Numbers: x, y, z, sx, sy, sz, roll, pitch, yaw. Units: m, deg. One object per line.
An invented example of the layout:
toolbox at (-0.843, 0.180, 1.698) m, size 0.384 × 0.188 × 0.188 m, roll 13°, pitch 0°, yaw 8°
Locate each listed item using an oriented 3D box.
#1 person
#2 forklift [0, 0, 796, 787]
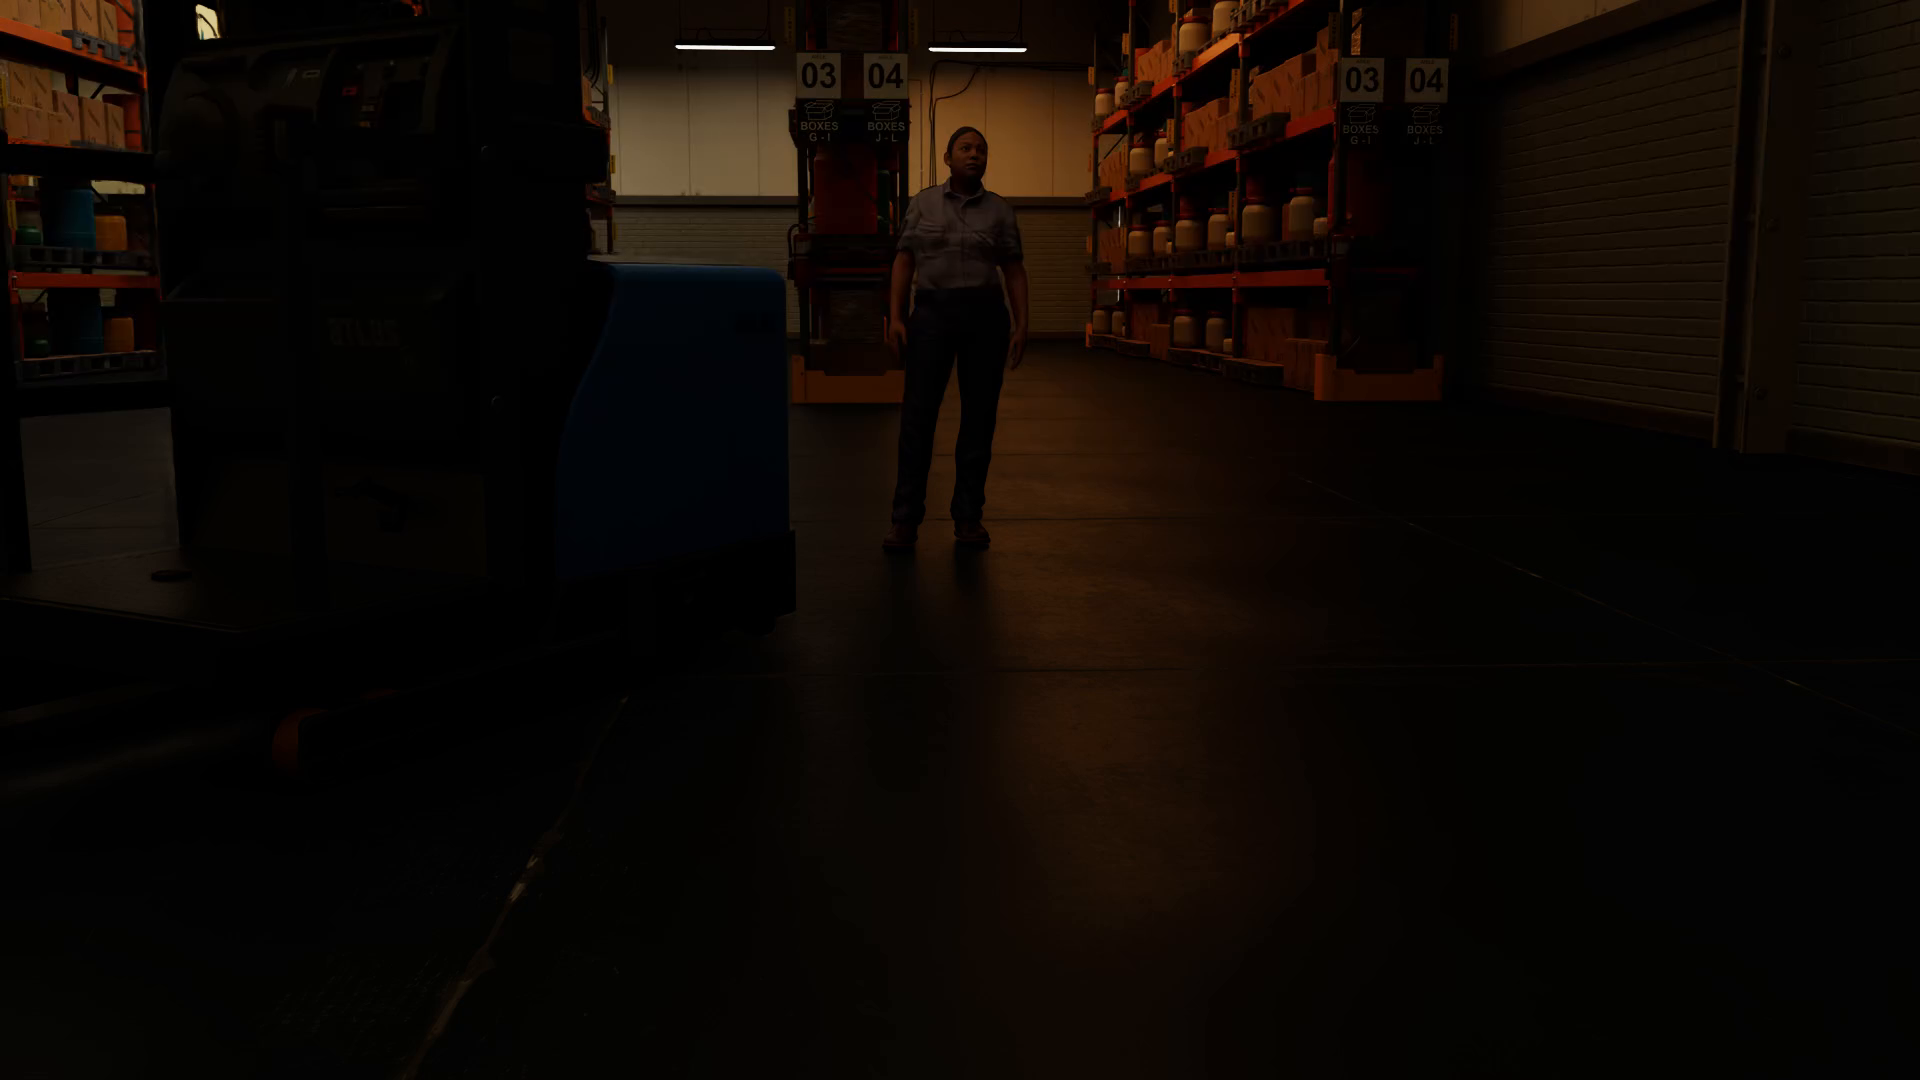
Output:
person at (-0.017, -0.808, 6.598) m, size 0.598 × 1.651 × 0.502 m, roll -1°, pitch 8°, yaw -4°
forklift at (-1.629, -1.019, 3.690) m, size 1.130 × 2.935 × 3.031 m, roll 5°, pitch 10°, yaw 28°
